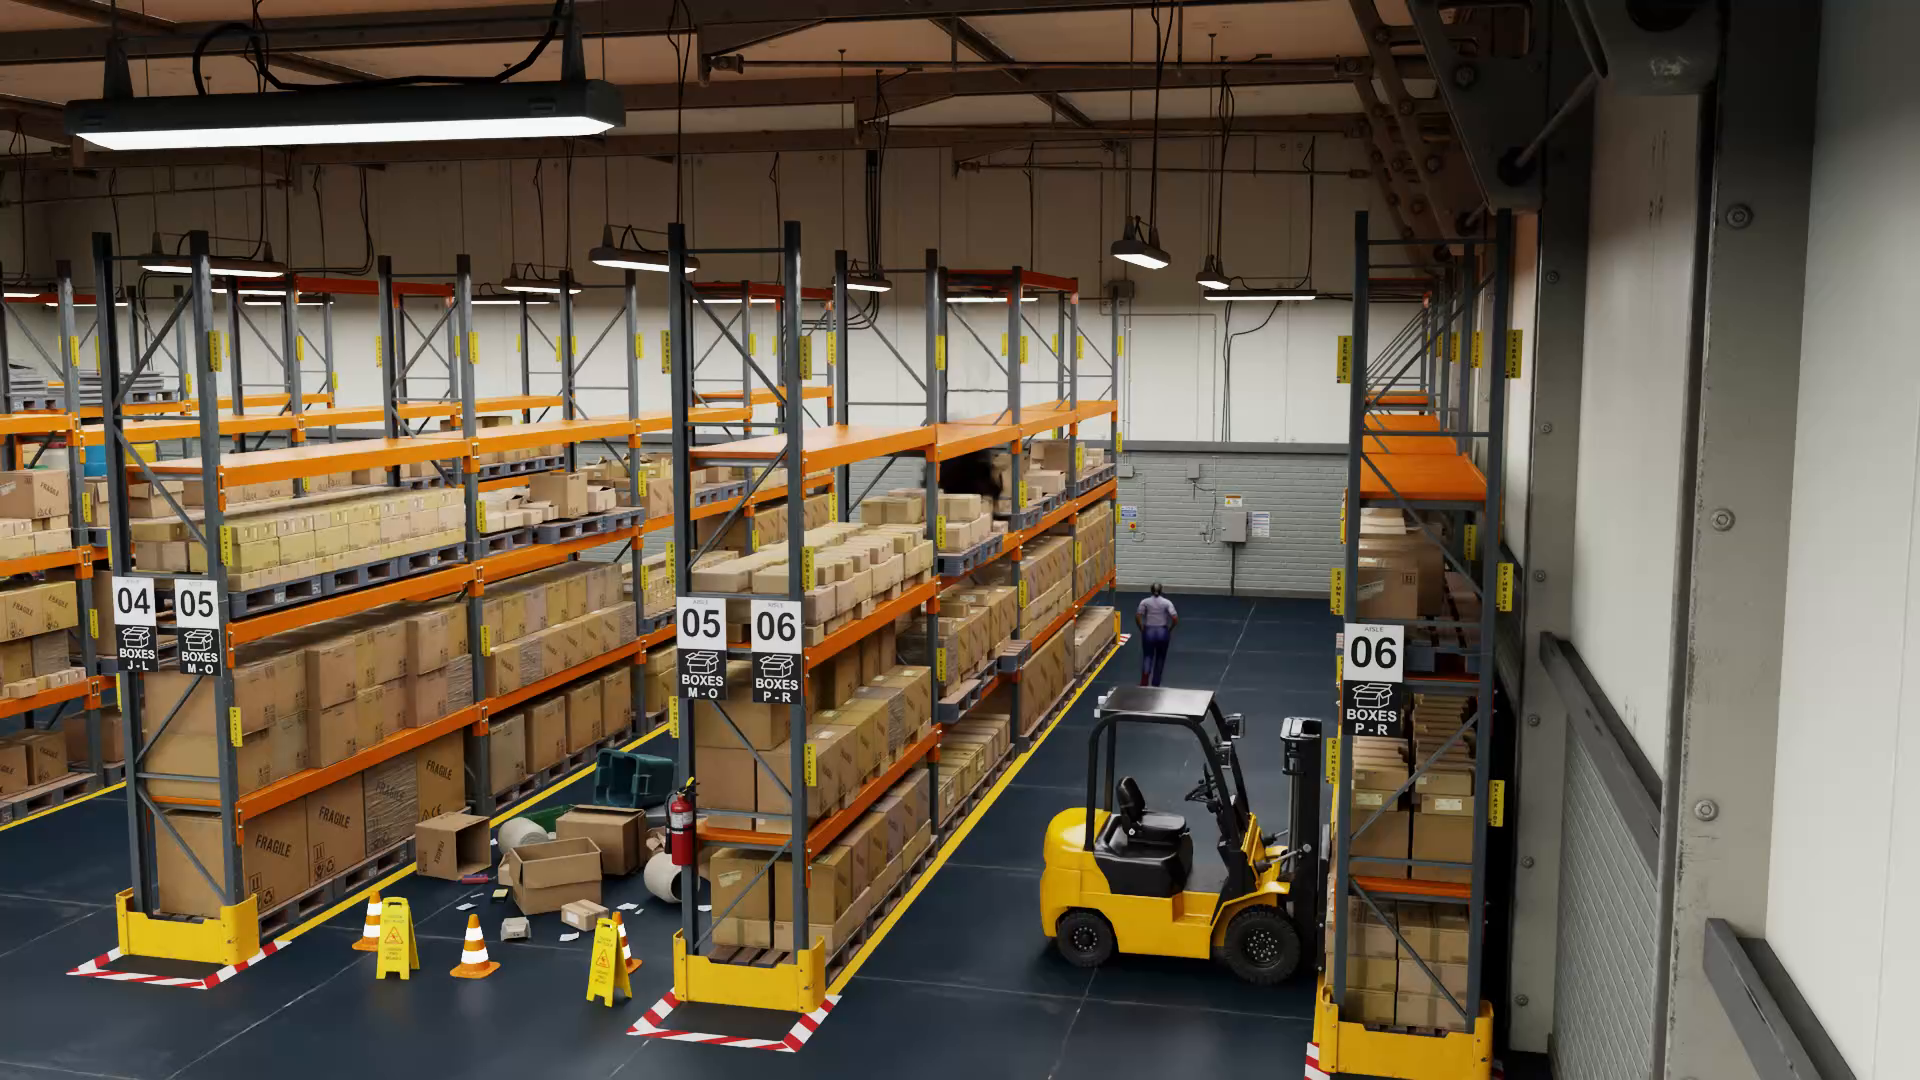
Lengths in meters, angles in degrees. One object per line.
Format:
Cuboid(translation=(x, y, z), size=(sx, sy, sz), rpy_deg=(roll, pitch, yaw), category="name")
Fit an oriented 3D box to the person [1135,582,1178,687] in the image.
Cuboid(translation=(2.868, 1.419, 24.296), size=(0.623, 1.619, 0.511), rpy_deg=(1, 7, 11), category="person")
